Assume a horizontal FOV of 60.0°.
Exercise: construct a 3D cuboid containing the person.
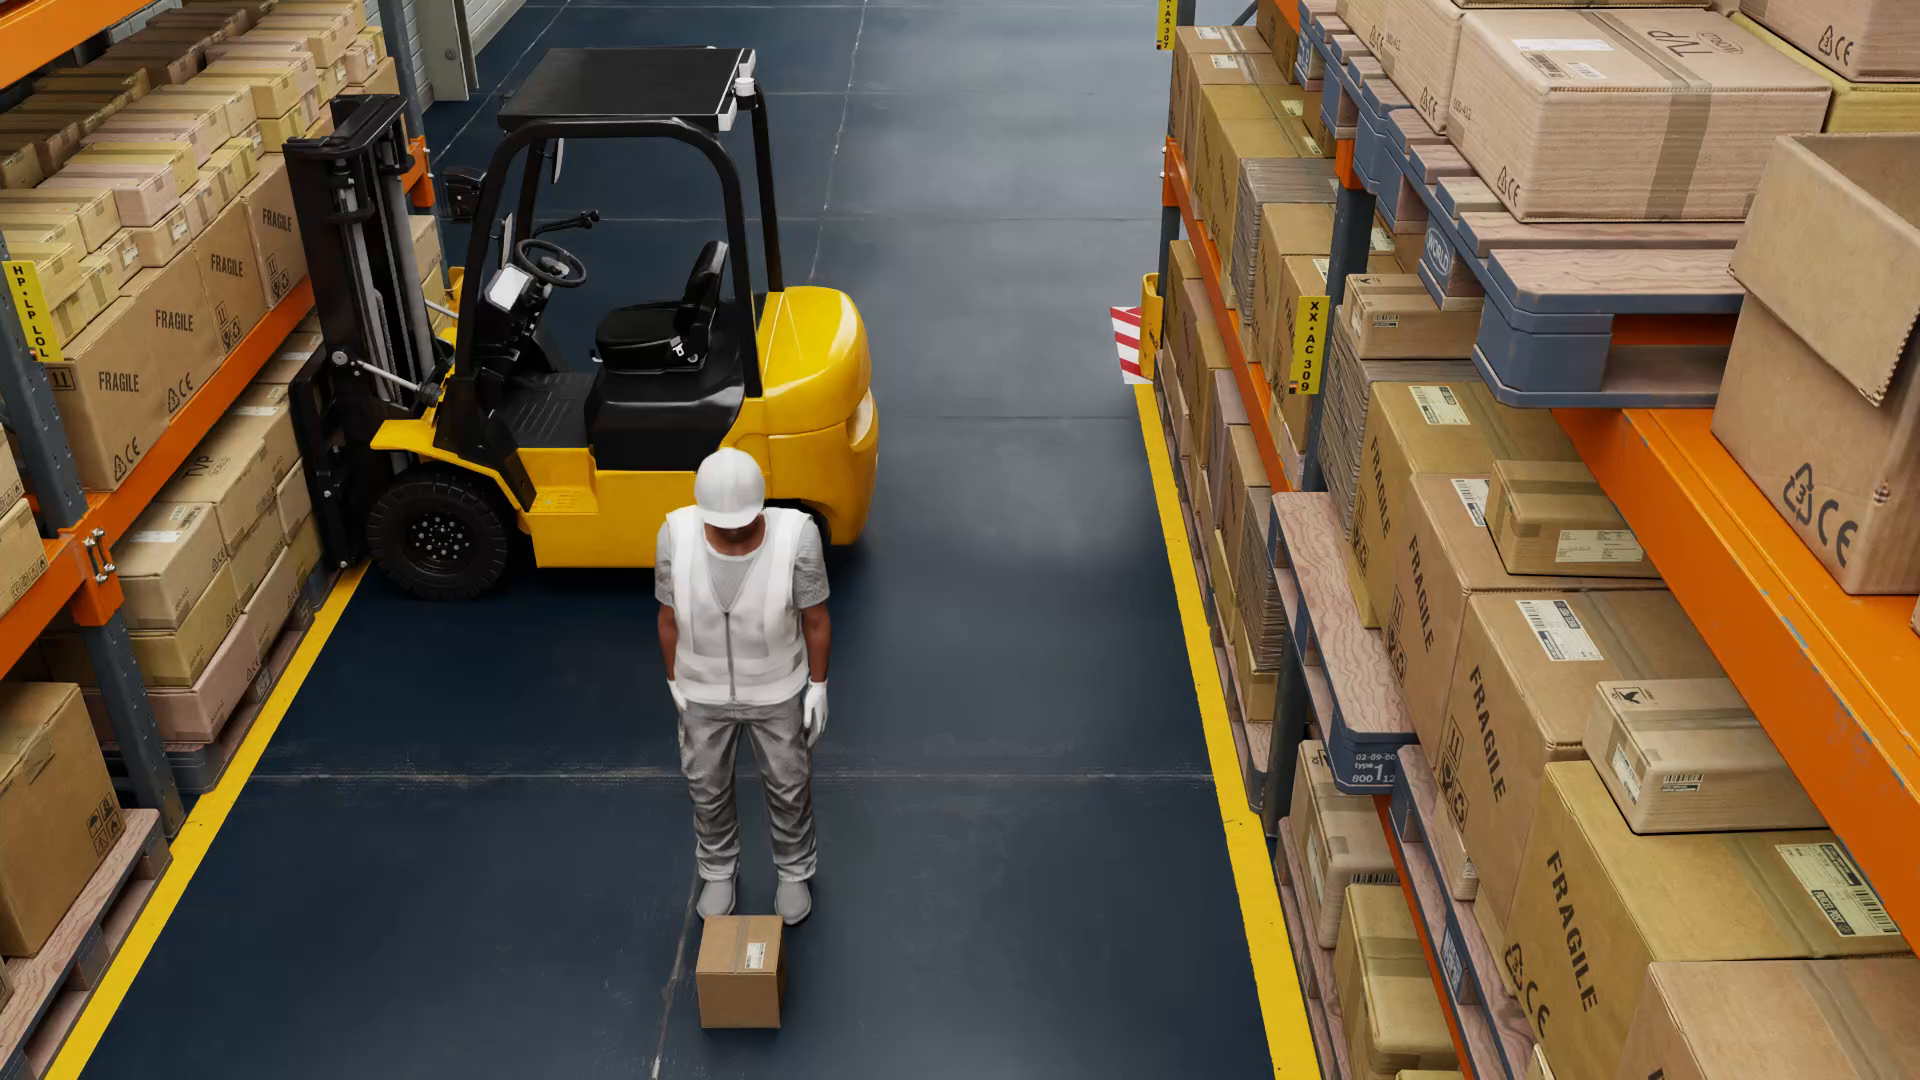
[{"bbox_3d":[-0.680,0.476,5.343,0.553,1.768,0.372,0,31,1],"label":"person"}]
